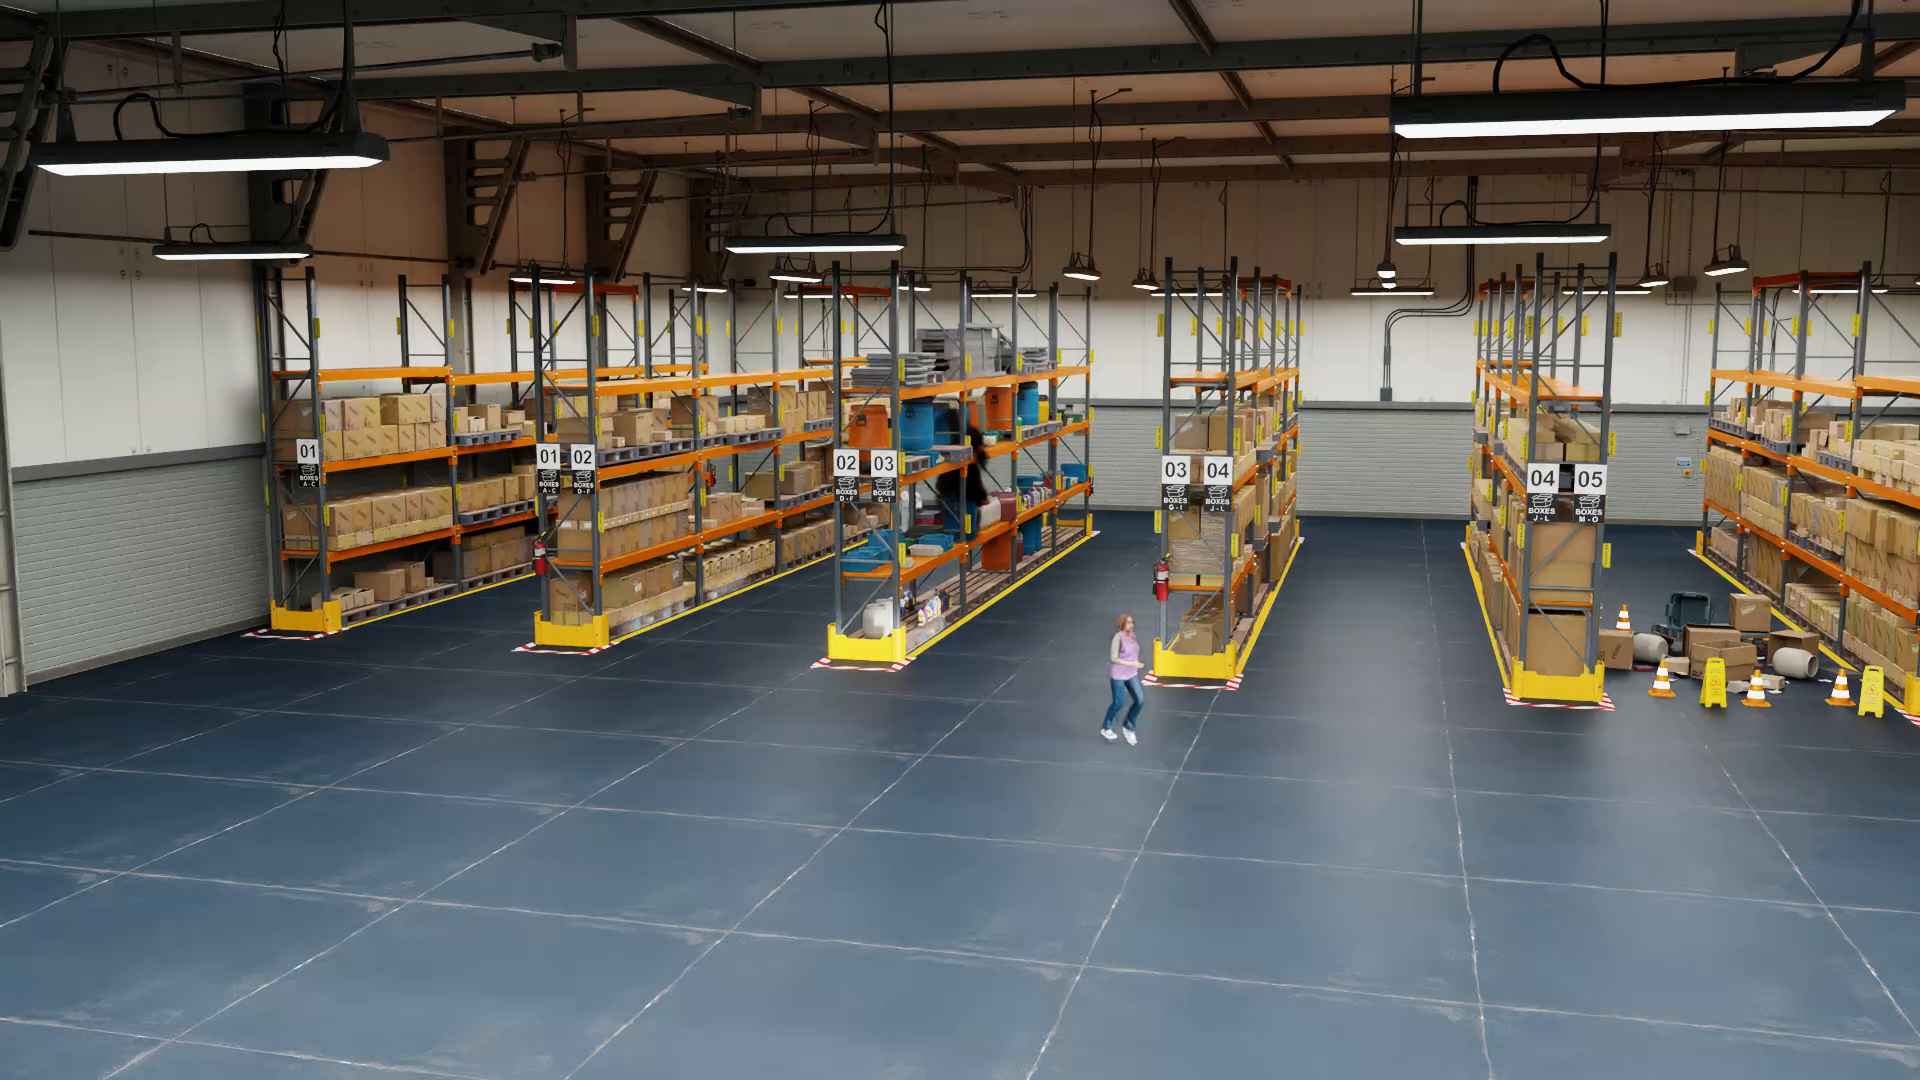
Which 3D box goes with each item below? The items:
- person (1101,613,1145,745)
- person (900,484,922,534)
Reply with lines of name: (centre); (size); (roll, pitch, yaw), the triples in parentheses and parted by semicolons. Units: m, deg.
person: (1.999, 1.685, 20.075); (0.555, 1.633, 0.679); (-6, 10, -40)
person: (-1.115, -0.480, 36.562); (0.587, 1.741, 0.808); (0, 7, 0)
